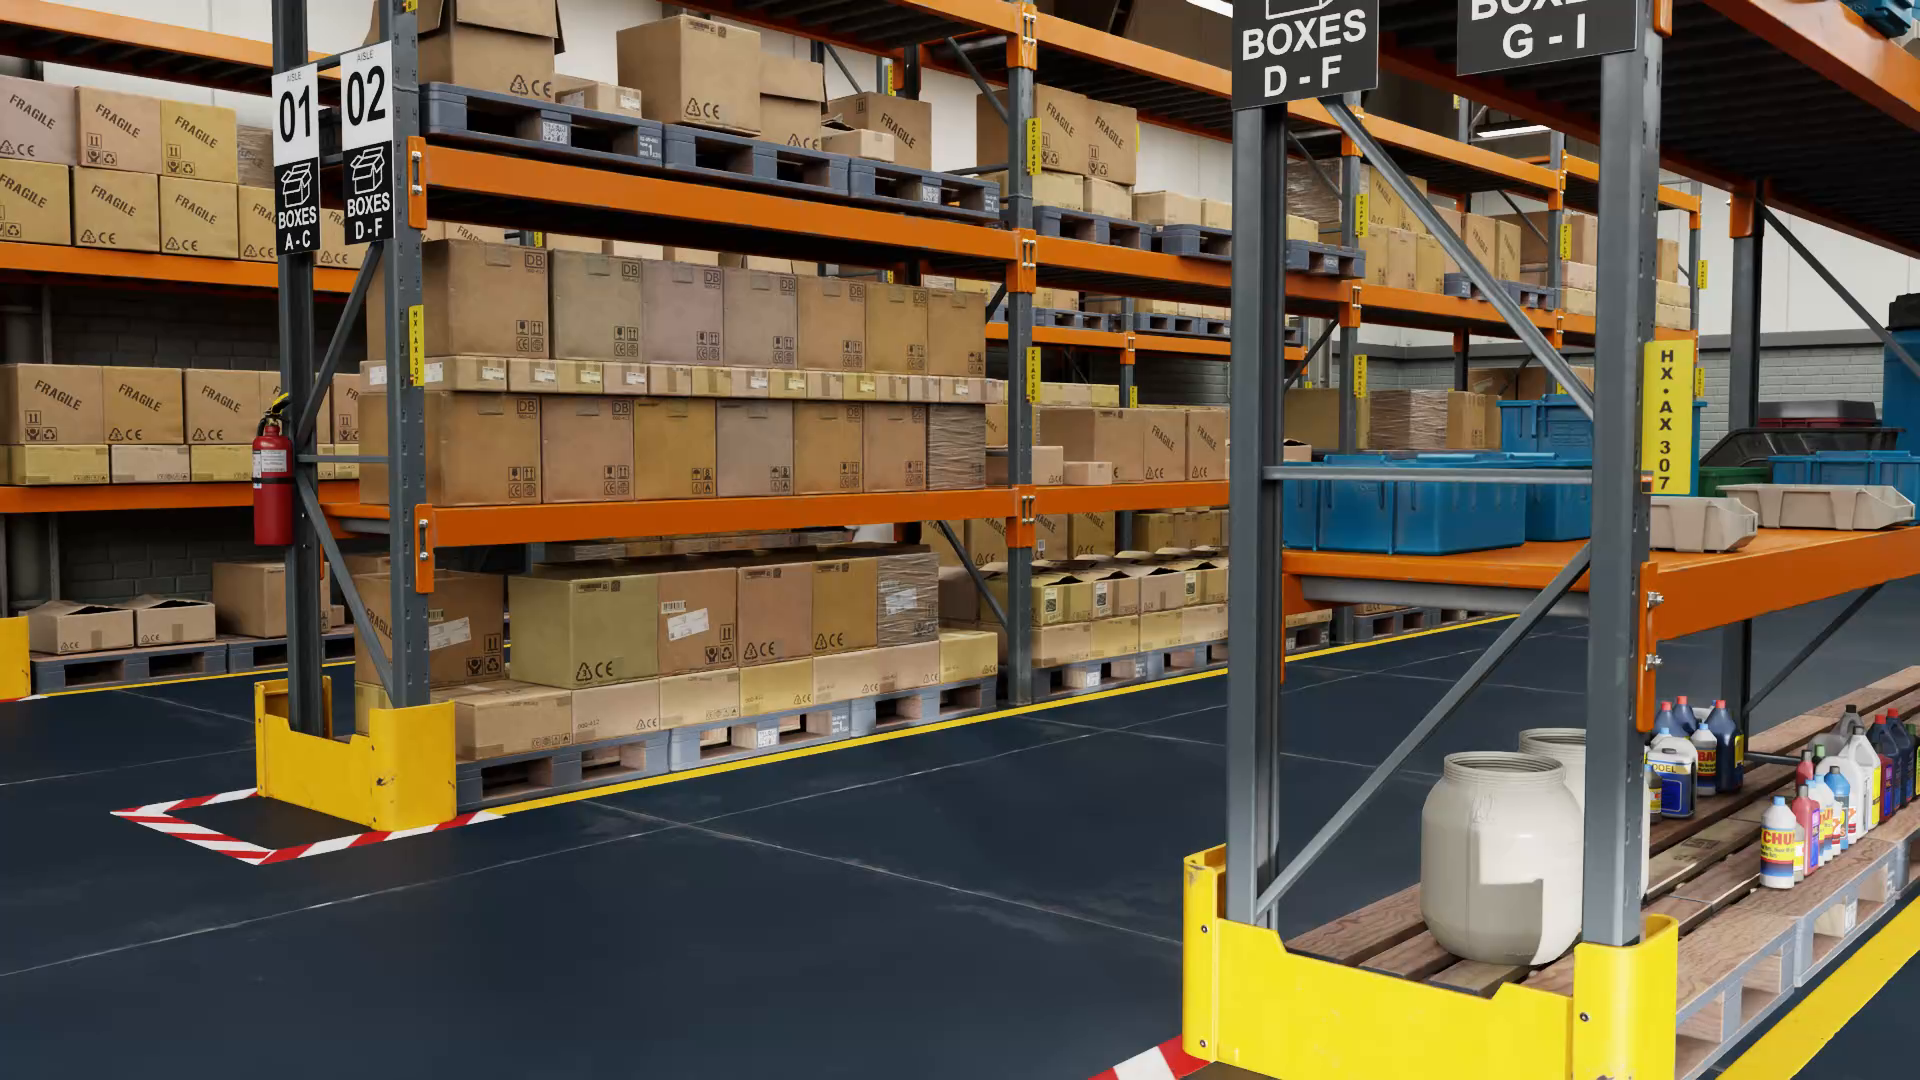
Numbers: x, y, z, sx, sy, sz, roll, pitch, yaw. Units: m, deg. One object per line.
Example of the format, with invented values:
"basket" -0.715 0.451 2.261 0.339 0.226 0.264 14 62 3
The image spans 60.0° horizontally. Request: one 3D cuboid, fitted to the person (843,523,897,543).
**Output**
"person" -0.685 -0.073 13.033 0.381 1.791 0.561 3 5 42
